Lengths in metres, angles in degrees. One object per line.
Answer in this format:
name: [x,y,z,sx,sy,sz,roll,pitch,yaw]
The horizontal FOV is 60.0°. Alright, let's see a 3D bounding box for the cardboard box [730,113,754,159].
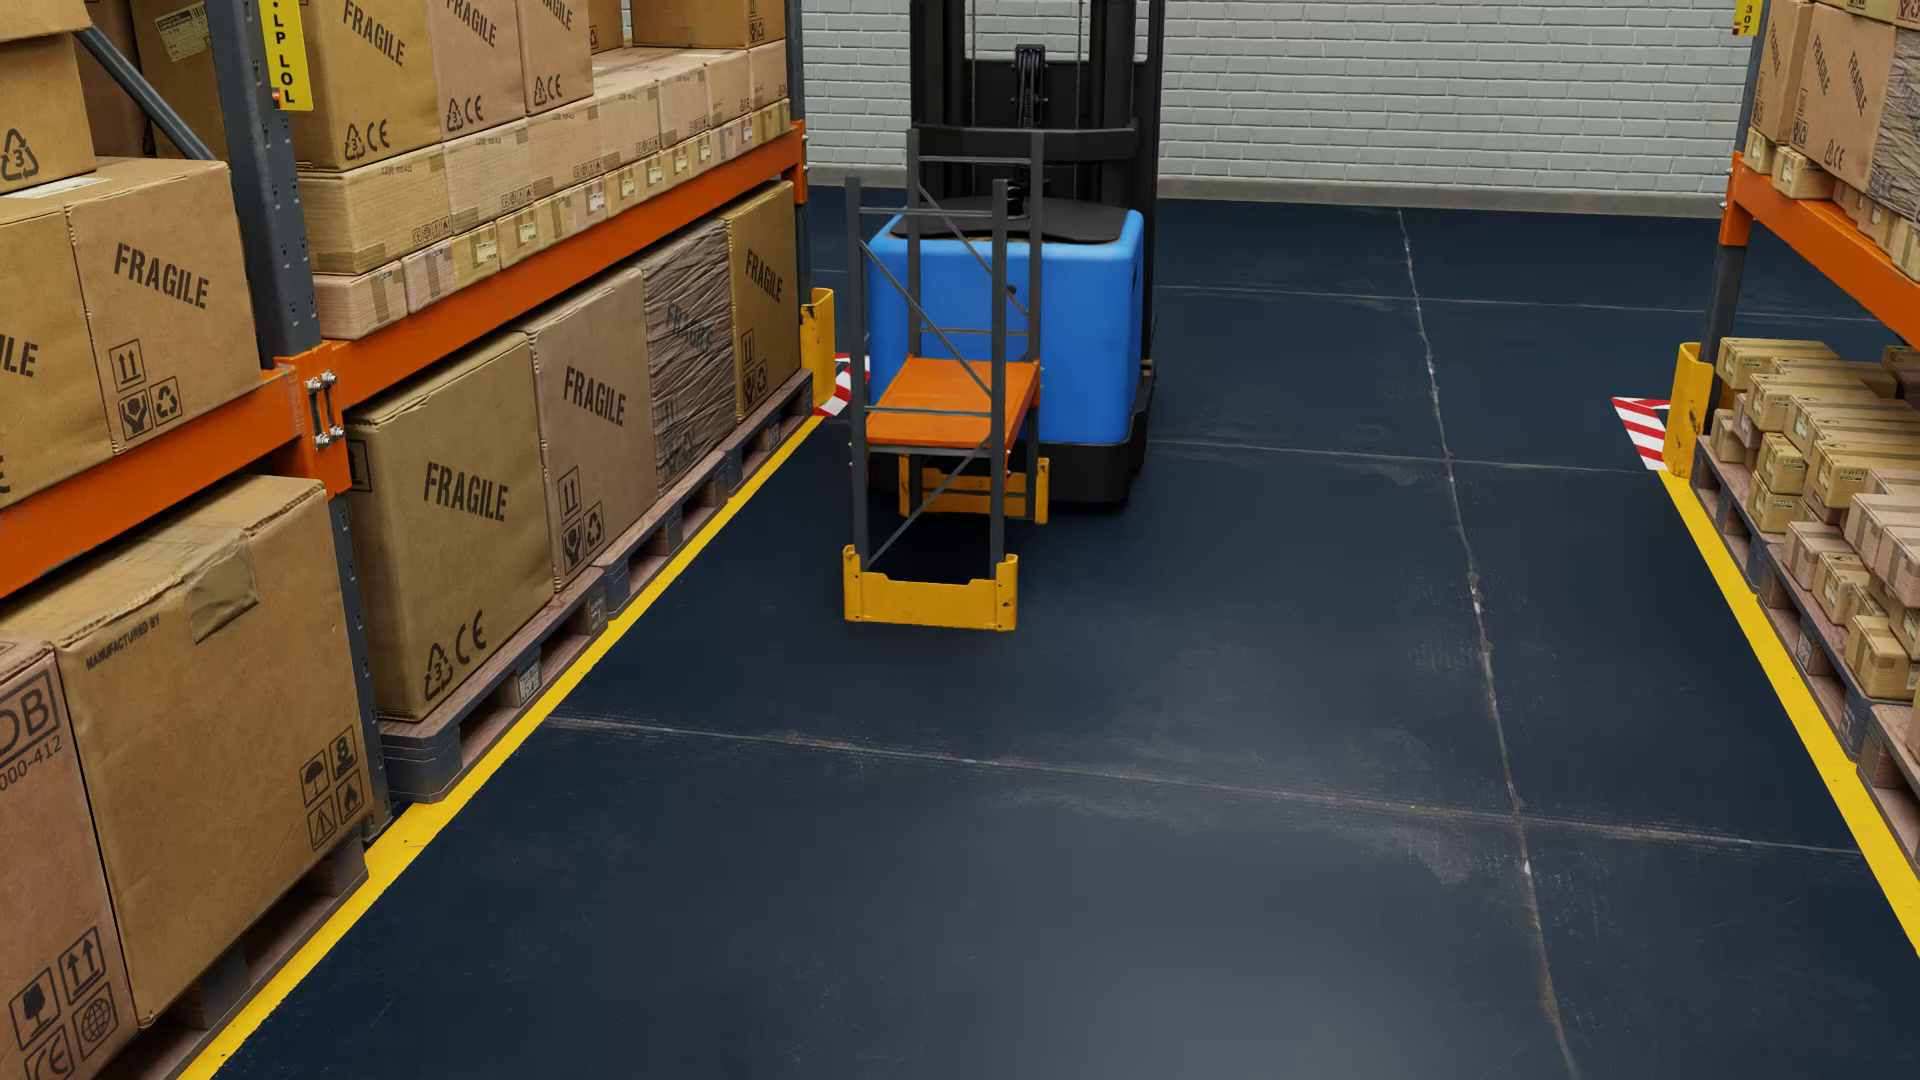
cardboard box: [-1.063,-1.653,6.779,0.380,0.149,0.250,5,22,11]

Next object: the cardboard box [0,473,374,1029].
cardboard box: [-2.136,0.377,3.684,1.225,0.875,0.875,5,22,11]

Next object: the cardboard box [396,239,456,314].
cardboard box: [-1.585,-0.712,4.442,0.380,0.149,0.250,4,22,9]

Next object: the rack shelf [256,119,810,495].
rack shelf: [-1.617,-1.047,5.901,1.077,0.370,4.000,4,22,11]

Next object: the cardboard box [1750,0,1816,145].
cardboard box: [3.264,-1.739,6.123,0.500,0.500,0.500,6,23,13]

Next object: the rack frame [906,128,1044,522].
rack frame: [0.054,-0.786,6.297,0.500,1.500,0.032,3,22,8]

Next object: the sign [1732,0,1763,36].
sign: [3.095,-2.140,6.494,0.100,0.325,0.005,4,22,11]

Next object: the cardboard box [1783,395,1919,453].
cardboard box: [3.102,-0.391,5.766,0.380,0.149,0.250,3,22,8]

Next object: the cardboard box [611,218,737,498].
cardboard box: [-1.446,-0.749,6.479,0.875,0.875,0.875,4,22,11]

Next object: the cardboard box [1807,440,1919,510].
cardboard box: [2.938,-0.197,5.285,0.380,0.149,0.250,5,22,12]

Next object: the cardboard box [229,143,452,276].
cardboard box: [-1.672,-0.870,4.300,0.500,0.250,0.500,4,22,10]

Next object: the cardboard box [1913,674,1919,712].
cardboard box: [2.644,0.417,4.160,0.380,0.149,0.250,4,22,9]

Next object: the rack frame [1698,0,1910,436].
rack frame: [3.627,-1.697,6.553,1.000,3.000,0.127,4,22,11]

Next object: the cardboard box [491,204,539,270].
cardboard box: [-1.480,-0.905,4.921,0.380,0.149,0.250,4,22,9]

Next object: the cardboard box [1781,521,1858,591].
cardboard box: [2.935,0.061,5.441,0.380,0.149,0.250,3,22,8]

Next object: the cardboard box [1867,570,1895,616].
cardboard box: [2.898,0.141,4.844,0.380,0.149,0.250,3,22,8]

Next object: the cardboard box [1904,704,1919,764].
cardboard box: [2.682,0.534,4.267,0.380,0.149,0.250,4,22,9]

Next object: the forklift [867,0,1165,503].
forklift: [0.366,-2.021,7.447,1.130,2.935,3.031,3,22,8]

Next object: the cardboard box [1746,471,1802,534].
cardboard box: [3.030,-0.124,5.900,0.380,0.149,0.250,5,22,12]

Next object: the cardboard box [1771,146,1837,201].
cardboard box: [3.121,-1.297,5.894,0.380,0.149,0.250,4,22,9]

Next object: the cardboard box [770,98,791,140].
cardboard box: [-0.959,-1.840,7.245,0.380,0.149,0.250,5,22,12]

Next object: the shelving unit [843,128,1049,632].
shelving unit: [-0.024,-0.602,5.840,0.587,1.500,1.083,3,22,8]

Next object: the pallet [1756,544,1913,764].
pallet: [3.159,0.363,5.169,1.003,0.211,1.213,4,22,11]

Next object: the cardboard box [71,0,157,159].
cardboard box: [-2.193,-1.254,4.251,0.500,0.500,0.500,5,22,12]

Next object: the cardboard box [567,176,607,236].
cardboard box: [-1.375,-1.090,5.381,0.380,0.149,0.250,5,22,12]

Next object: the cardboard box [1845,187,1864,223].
cardboard box: [3.123,-1.094,5.391,0.380,0.149,0.250,4,22,10]

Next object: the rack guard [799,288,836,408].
rack guard: [-1.204,-0.962,8.072,1.175,0.500,0.348,4,22,11]

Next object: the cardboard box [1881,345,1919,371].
cardboard box: [3.767,-0.633,6.367,0.380,0.149,0.250,5,22,12]

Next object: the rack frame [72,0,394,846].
rack frame: [-2.025,-0.649,3.951,1.000,3.000,0.127,4,22,11]

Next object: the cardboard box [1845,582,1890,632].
cardboard box: [2.887,0.255,4.959,0.380,0.149,0.250,5,22,12]

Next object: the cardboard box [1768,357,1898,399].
cardboard box: [3.249,-0.570,6.211,0.380,0.149,0.250,5,22,12]

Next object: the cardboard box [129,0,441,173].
cardboard box: [-1.677,-1.221,4.170,0.500,0.500,0.500,4,22,11]

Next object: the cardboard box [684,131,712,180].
cardboard box: [-1.166,-1.467,6.317,0.380,0.149,0.250,4,22,10]

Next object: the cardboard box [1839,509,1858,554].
cardboard box: [3.059,-0.051,5.322,0.380,0.149,0.250,6,23,14]

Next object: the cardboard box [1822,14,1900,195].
cardboard box: [3.068,-1.363,5.190,0.500,0.500,0.500,5,22,12]

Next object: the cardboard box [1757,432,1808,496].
cardboard box: [3.035,-0.258,5.835,0.380,0.149,0.250,5,23,13]

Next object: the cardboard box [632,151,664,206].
cardboard box: [-1.271,-1.281,5.856,0.380,0.149,0.250,5,22,12]

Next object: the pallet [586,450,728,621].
pallet: [-1.546,-0.076,6.259,1.003,0.211,1.213,4,22,11]

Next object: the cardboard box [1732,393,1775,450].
cardboard box: [3.157,-0.440,6.286,0.380,0.149,0.250,4,22,11]

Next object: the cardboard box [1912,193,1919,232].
cardboard box: [2.842,-0.989,4.262,0.500,0.500,0.500,4,22,11]

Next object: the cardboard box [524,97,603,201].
cardboard box: [-1.466,-1.241,5.223,0.500,0.250,0.500,5,22,12]

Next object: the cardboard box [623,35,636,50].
cardboard box: [-1.571,-2.026,7.171,0.500,0.250,0.500,4,22,9]

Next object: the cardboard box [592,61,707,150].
cardboard box: [-1.255,-1.612,6.143,0.500,0.250,0.500,4,22,9]

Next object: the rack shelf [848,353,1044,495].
rack shelf: [-0.025,-0.431,5.899,0.538,0.185,1.000,3,22,8]

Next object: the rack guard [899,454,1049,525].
rack guard: [0.053,-0.206,6.530,0.587,0.250,0.087,3,22,8]

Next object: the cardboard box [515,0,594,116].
cardboard box: [-1.467,-1.592,5.089,0.500,0.500,0.500,4,22,9]

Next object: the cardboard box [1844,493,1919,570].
cardboard box: [2.822,-0.015,4.834,0.380,0.149,0.250,4,22,9]

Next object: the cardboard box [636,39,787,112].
cardboard box: [-1.048,-1.983,7.065,0.500,0.250,0.500,4,22,10]

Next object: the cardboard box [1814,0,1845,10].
cardboard box: [3.178,-2.016,5.475,0.500,0.500,0.500,5,22,12]

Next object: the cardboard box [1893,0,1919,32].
cardboard box: [2.950,-1.641,4.543,0.500,0.500,0.500,4,22,9]

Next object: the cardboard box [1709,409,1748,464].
cardboard box: [3.206,-0.402,6.592,0.380,0.149,0.250,5,22,12]

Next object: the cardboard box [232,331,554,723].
cardboard box: [-1.812,-0.094,4.854,0.875,0.875,0.875,4,22,11]

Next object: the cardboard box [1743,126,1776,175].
cardboard box: [3.240,-1.487,6.367,0.380,0.149,0.250,4,22,10]

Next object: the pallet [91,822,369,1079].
pallet: [-2.108,0.932,3.757,1.003,0.211,1.213,4,22,11]

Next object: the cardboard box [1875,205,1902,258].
cardboard box: [2.971,-0.913,4.941,0.380,0.149,0.250,5,23,13]

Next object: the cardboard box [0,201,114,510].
cardboard box: [-1.960,-0.324,3.008,0.500,0.500,0.500,5,23,13]
